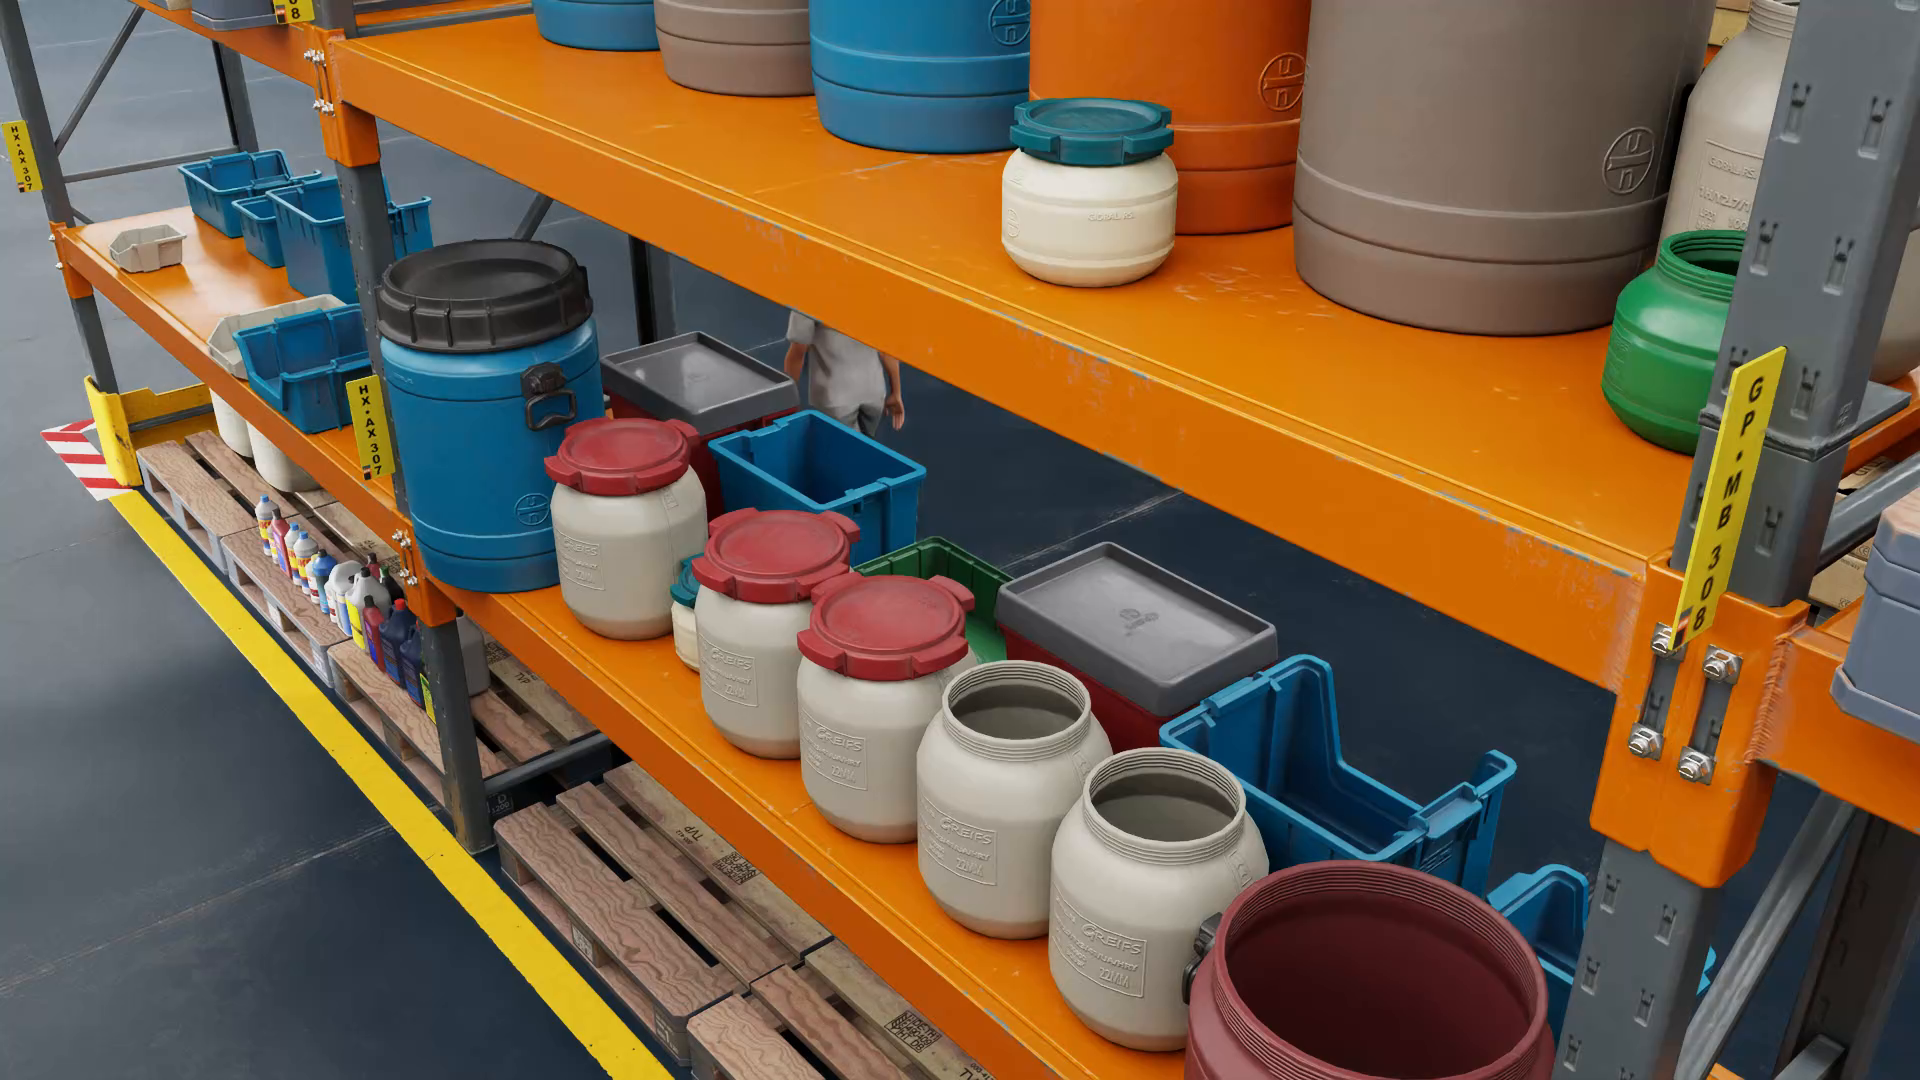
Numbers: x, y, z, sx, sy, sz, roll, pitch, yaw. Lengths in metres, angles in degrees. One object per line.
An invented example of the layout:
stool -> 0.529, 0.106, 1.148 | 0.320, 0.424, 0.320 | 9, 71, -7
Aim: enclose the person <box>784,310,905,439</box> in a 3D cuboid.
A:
person -> -0.511, -0.564, 7.206 | 0.474, 1.693, 0.635 | -16, 32, -27
